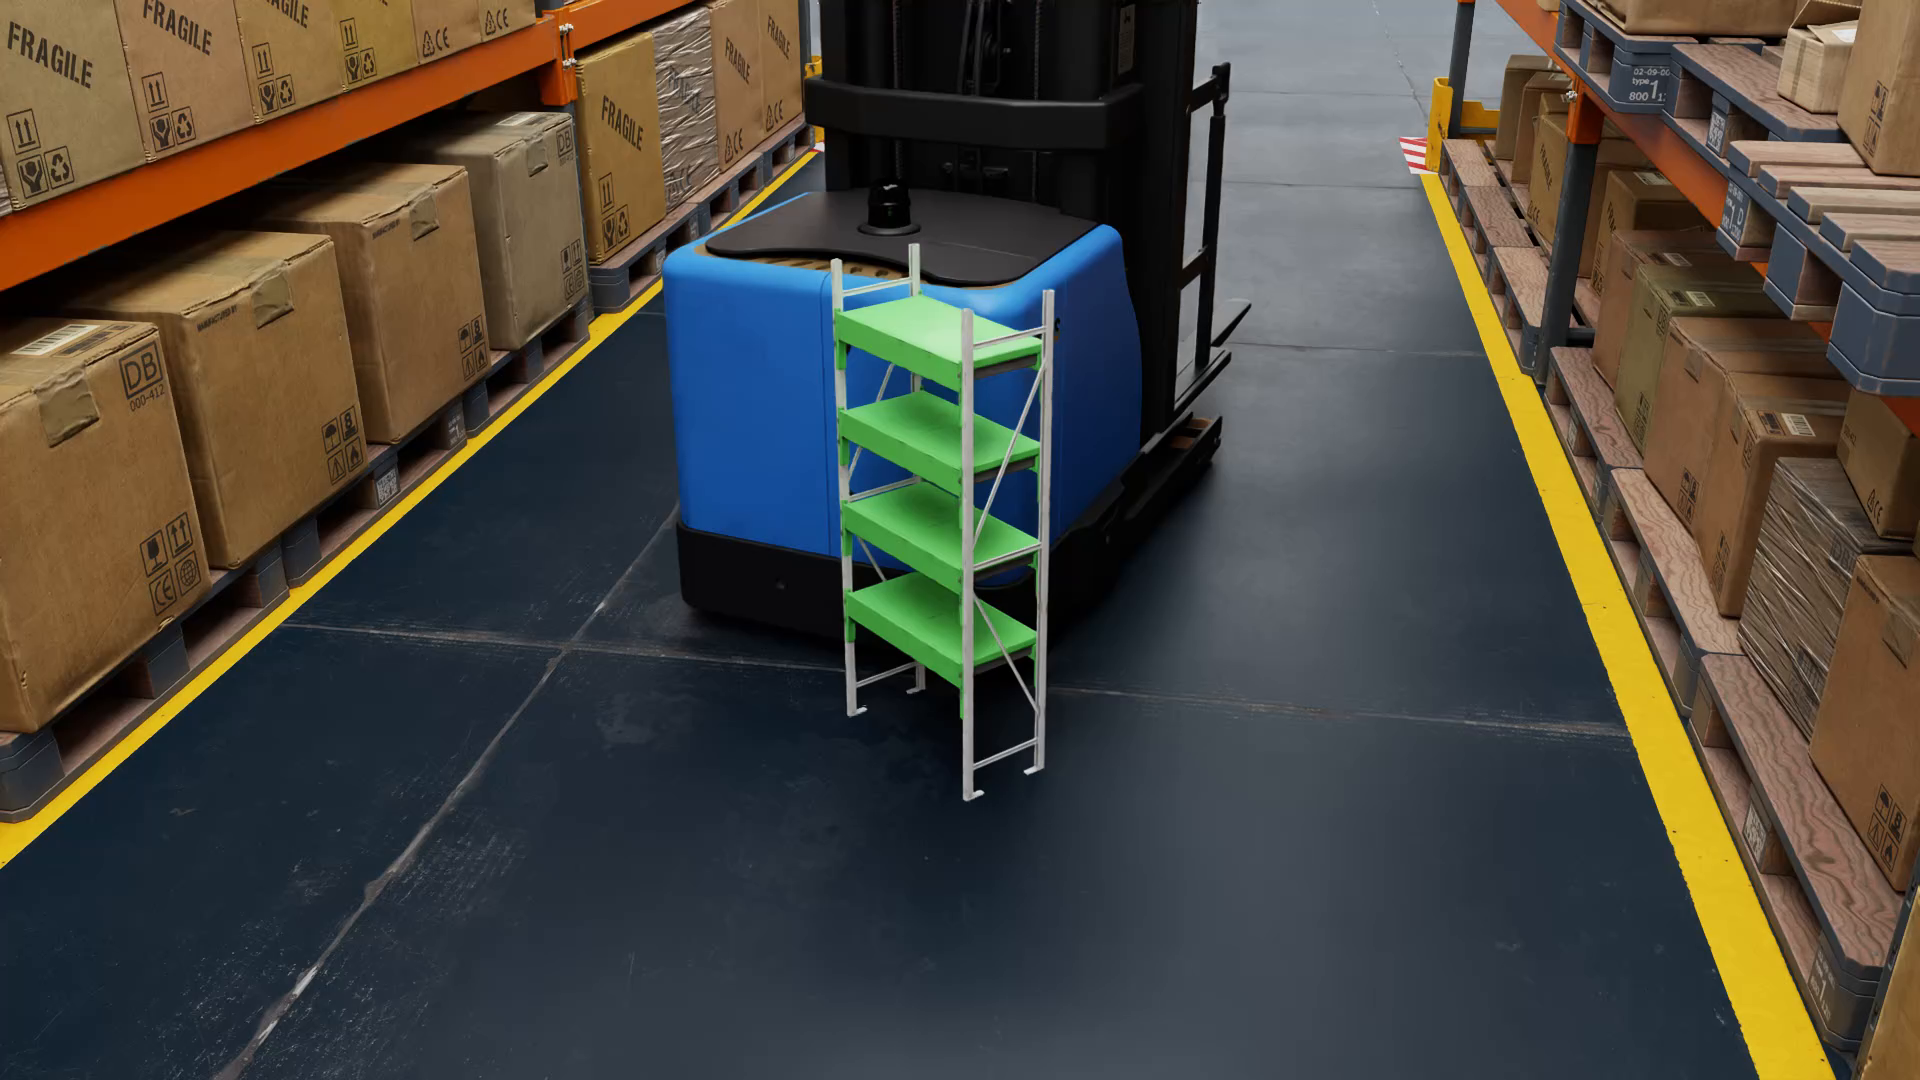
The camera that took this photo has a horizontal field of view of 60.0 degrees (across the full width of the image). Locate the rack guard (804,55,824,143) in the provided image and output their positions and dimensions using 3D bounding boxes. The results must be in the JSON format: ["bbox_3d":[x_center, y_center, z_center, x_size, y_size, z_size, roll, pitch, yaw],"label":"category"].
[{"bbox_3d":[-1.451,-2.886,10.825,1.175,0.500,0.348,4,25,9],"label":"rack guard"}]

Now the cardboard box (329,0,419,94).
[{"bbox_3d":[-2.095,-1.720,5.269,0.500,0.500,0.500,4,25,9],"label":"cardboard box"}]

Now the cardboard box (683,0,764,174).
[{"bbox_3d":[-1.642,-2.579,9.233,0.875,0.875,0.875,4,25,8],"label":"cardboard box"}]

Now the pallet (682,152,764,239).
[{"bbox_3d":[-1.710,-1.896,9.052,1.003,0.211,1.213,4,25,9],"label":"pallet"}]

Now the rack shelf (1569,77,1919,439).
[{"bbox_3d":[2.441,-0.786,4.240,1.077,0.370,4.000,4,25,9],"label":"rack shelf"}]

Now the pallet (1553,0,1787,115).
[{"bbox_3d":[2.500,-1.552,5.254,1.003,0.211,1.213,4,25,9],"label":"pallet"}]

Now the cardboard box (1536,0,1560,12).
[{"bbox_3d":[2.595,-2.262,6.840,0.380,0.149,0.250,4,25,9],"label":"cardboard box"}]

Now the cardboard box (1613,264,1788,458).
[{"bbox_3d":[2.550,-0.562,5.343,0.700,0.500,0.500,4,25,8],"label":"cardboard box"}]

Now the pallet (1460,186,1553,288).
[{"bbox_3d":[3.040,-1.481,8.165,1.003,0.211,1.213,4,25,9],"label":"pallet"}]

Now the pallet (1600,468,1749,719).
[{"bbox_3d":[2.445,0.152,4.677,1.003,0.211,1.213,4,25,9],"label":"pallet"}]

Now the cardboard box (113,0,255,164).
[{"bbox_3d":[-2.259,-1.300,4.371,0.500,0.500,0.500,4,25,8],"label":"cardboard box"}]

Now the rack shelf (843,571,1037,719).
[{"bbox_3d":[-0.043,0.236,4.045,0.258,0.148,0.480,-18,30,-33],"label":"rack shelf"}]

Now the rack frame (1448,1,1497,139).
[{"bbox_3d":[3.422,-3.622,9.449,1.000,3.000,0.127,4,25,9],"label":"rack frame"}]

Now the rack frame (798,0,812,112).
[{"bbox_3d":[-1.455,-4.008,10.274,1.000,3.000,0.127,4,25,9],"label":"rack frame"}]

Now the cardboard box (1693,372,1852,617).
[{"bbox_3d":[2.368,-0.095,4.344,0.700,0.500,0.500,6,26,13],"label":"cardboard box"}]

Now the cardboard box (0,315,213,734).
[{"bbox_3d":[-2.574,-0.081,4.044,1.050,0.750,0.750,4,25,8],"label":"cardboard box"}]

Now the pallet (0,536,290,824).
[{"bbox_3d":[-2.559,0.277,4.410,1.003,0.211,1.213,4,25,9],"label":"pallet"}]

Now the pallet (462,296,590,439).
[{"bbox_3d":[-2.160,-0.744,6.590,1.003,0.211,1.213,4,25,9],"label":"pallet"}]

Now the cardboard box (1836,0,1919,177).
[{"bbox_3d":[2.156,-0.980,3.193,0.700,0.500,0.500,8,26,16],"label":"cardboard box"}]

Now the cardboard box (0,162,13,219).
[{"bbox_3d":[-2.423,-0.876,3.465,0.500,0.500,0.500,4,25,9],"label":"cardboard box"}]

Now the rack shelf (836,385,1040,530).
[{"bbox_3d":[-0.045,-0.200,3.843,0.258,0.148,0.480,-18,30,-33],"label":"rack shelf"}]

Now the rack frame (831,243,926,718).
[{"bbox_3d":[-0.193,-0.121,4.093,0.240,1.200,0.015,-18,30,-33],"label":"rack frame"}]

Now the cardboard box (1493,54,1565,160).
[{"bbox_3d":[3.303,-2.420,9.334,0.500,0.500,0.500,9,27,18],"label":"cardboard box"}]

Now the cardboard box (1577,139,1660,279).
[{"bbox_3d":[2.959,-1.411,7.180,0.500,0.500,0.500,13,28,25],"label":"cardboard box"}]

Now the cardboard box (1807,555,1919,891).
[{"bbox_3d":[2.204,0.375,3.339,0.700,0.500,0.500,3,25,6],"label":"cardboard box"}]

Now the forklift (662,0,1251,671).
[{"bbox_3d":[0.268,-1.582,5.173,1.130,2.935,3.031,11,27,22],"label":"forklift"}]

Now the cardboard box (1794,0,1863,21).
[{"bbox_3d":[2.576,-1.454,4.201,0.797,0.503,0.637,7,26,14],"label":"cardboard box"}]

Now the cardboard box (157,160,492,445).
[{"bbox_3d":[-2.283,-0.837,5.658,1.050,0.750,0.750,4,25,9],"label":"cardboard box"}]

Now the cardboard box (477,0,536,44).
[{"bbox_3d":[-1.930,-2.143,6.172,0.500,0.500,0.500,4,25,8],"label":"cardboard box"}]

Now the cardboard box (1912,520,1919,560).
[{"bbox_3d":[2.194,0.035,3.182,0.500,0.250,0.500,5,26,11],"label":"cardboard box"}]

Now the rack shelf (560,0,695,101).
[{"bbox_3d":[-1.782,-2.845,8.639,1.077,0.370,4.000,4,25,9],"label":"rack shelf"}]

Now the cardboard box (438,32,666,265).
[{"bbox_3d":[-1.937,-1.821,7.612,0.875,0.875,0.875,4,25,9],"label":"cardboard box"}]

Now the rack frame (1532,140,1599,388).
[{"bbox_3d":[2.768,-1.949,5.875,1.000,3.000,0.127,4,25,9],"label":"rack frame"}]

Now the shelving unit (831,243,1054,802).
[{"bbox_3d":[-0.044,-0.040,3.917,0.258,1.200,0.503,-18,30,-33],"label":"shelving unit"}]

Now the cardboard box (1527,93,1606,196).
[{"bbox_3d":[3.118,-1.907,8.239,0.500,0.500,0.500,6,26,13],"label":"cardboard box"}]

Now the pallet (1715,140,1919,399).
[{"bbox_3d":[2.126,-0.494,2.994,1.213,0.211,1.003,4,25,9],"label":"pallet"}]
